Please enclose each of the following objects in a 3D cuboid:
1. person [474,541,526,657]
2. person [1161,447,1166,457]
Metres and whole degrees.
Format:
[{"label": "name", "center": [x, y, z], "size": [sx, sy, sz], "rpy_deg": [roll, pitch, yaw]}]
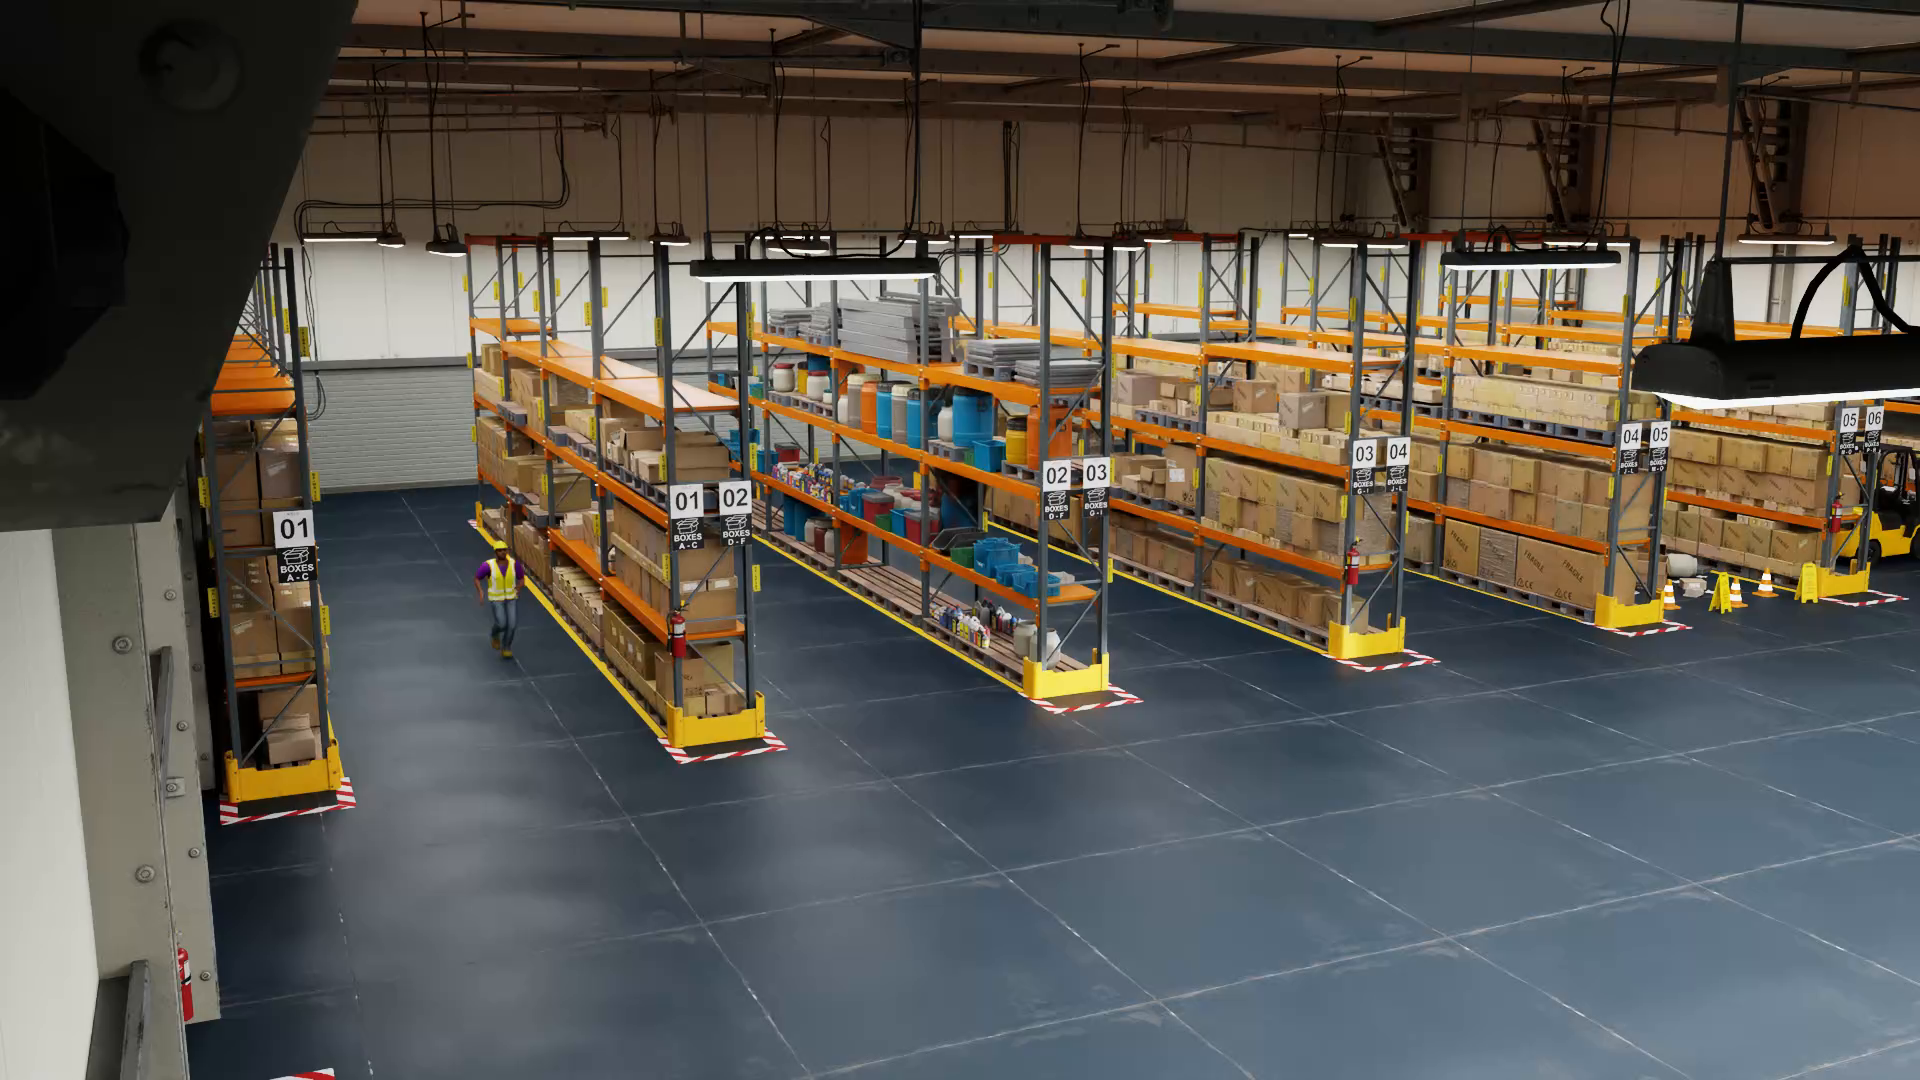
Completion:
[{"label": "person", "center": [-6.631, 0.863, 24.149], "size": [0.705, 1.722, 0.578], "rpy_deg": [-6, 13, -29]}, {"label": "person", "center": [5.495, -2.688, 42.606], "size": [1.072, 1.733, 0.664], "rpy_deg": [-5, 12, -23]}]
